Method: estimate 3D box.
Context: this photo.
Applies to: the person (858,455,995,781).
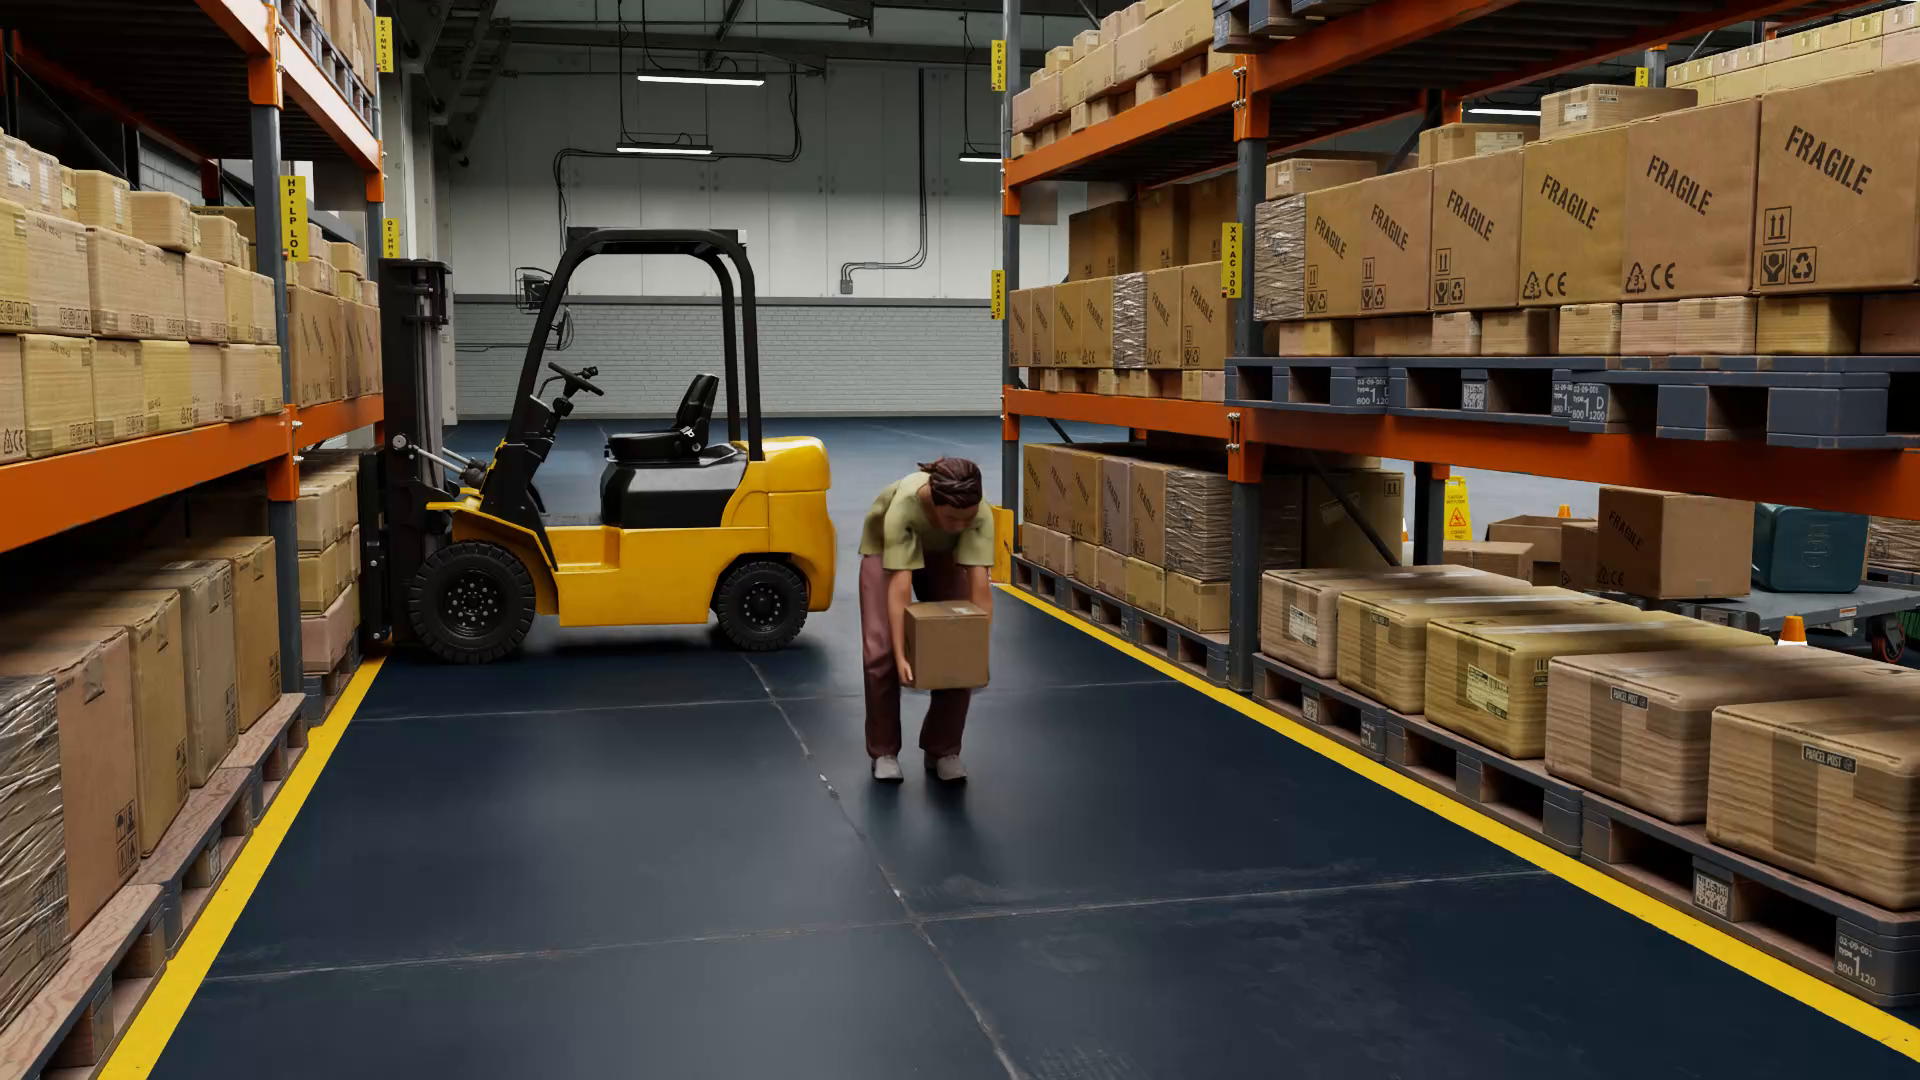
[{"bbox_3d":[-0.112,0.283,5.836,0.428,1.182,0.844,-2,6,-16],"label":"person"}]
